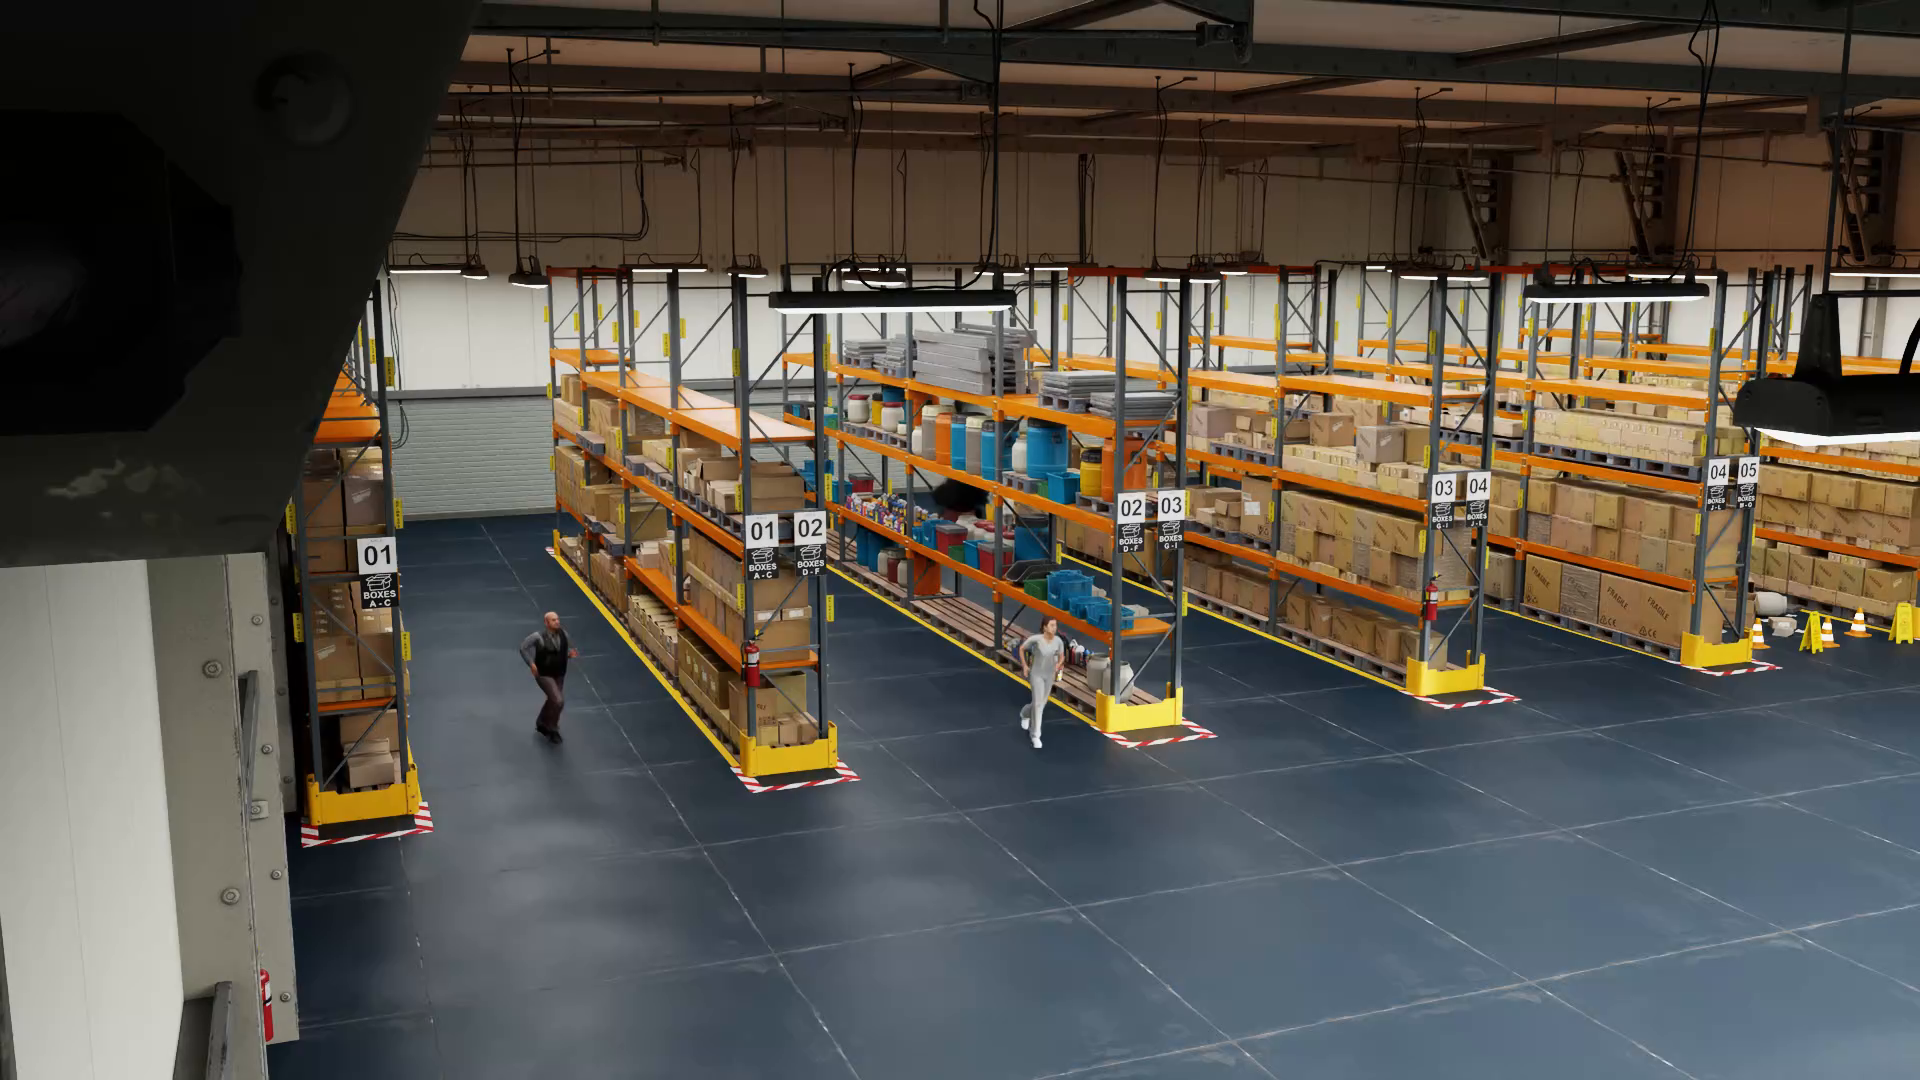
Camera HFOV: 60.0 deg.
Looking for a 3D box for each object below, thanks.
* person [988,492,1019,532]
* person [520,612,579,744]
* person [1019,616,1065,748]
[{"bbox_3d":[0.959,-0.544,34.728,0.634,1.775,0.687,-3,10,-17],"label":"person"},{"bbox_3d":[-5.290,1.791,21.544,0.797,1.754,0.657,8,12,37],"label":"person"},{"bbox_3d":[1.085,1.781,21.657,0.598,1.634,0.919,-4,11,-21],"label":"person"}]
